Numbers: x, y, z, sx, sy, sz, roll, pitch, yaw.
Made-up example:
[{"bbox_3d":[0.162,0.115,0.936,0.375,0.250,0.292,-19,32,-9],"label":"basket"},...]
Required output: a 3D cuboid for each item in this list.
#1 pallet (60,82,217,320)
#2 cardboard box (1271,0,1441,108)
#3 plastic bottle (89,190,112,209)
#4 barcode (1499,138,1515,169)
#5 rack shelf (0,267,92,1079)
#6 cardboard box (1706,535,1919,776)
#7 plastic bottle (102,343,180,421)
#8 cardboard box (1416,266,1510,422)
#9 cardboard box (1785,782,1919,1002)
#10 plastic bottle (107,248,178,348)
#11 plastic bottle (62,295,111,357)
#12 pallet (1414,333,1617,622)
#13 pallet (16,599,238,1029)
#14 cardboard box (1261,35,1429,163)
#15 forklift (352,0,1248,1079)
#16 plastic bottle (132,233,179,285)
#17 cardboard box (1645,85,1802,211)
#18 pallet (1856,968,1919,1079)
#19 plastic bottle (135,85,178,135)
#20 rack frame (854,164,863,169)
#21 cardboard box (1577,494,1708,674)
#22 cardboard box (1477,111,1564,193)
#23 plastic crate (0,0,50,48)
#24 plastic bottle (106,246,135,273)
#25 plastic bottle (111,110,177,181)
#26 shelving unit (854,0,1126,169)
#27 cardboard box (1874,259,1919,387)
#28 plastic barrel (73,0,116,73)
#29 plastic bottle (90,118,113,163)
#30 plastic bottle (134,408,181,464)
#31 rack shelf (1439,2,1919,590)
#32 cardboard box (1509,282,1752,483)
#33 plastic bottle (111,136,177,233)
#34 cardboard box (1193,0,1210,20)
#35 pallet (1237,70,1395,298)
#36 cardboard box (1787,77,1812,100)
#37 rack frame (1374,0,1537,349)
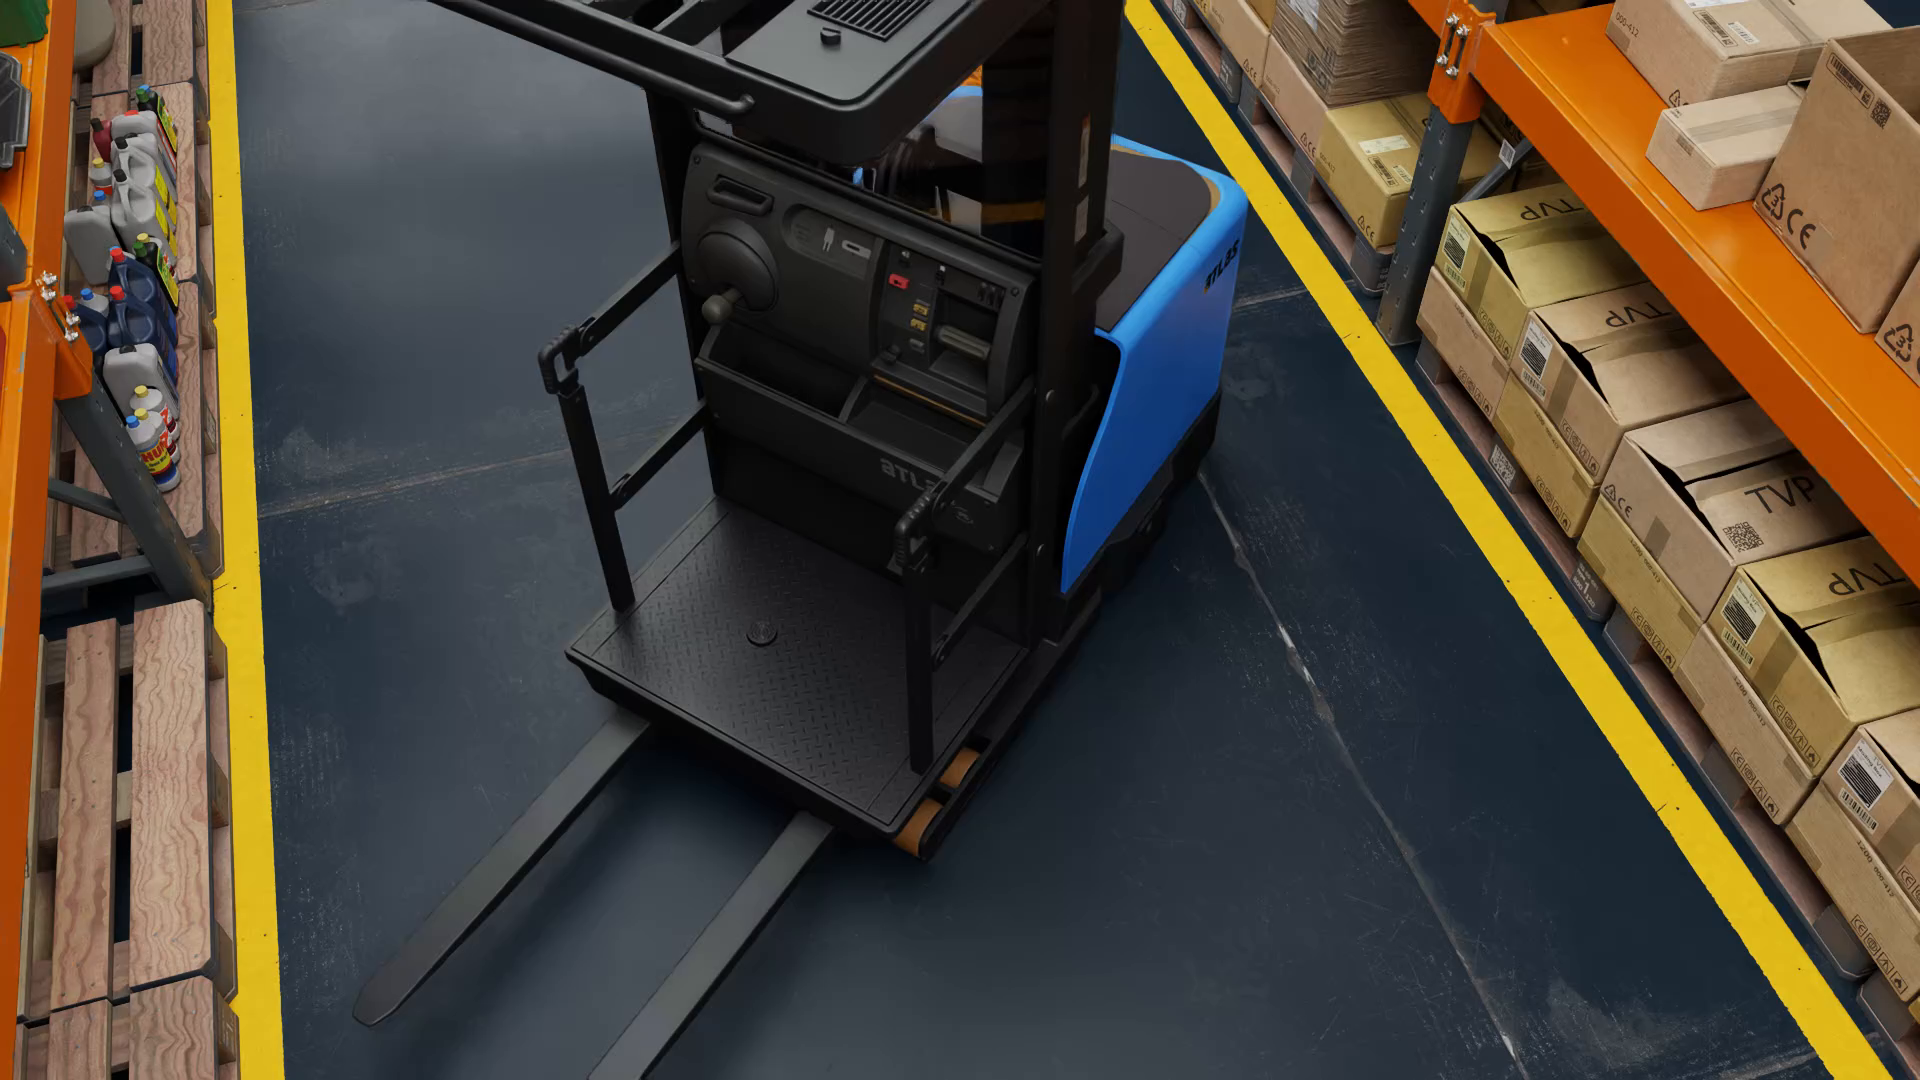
[{"bbox_3d":[-3.295,-1.169,6.098,1.003,0.211,1.213,-13,51,-11],"label":"pallet"},{"bbox_3d":[1.479,-1.940,5.957,0.500,0.500,0.500,-13,51,-11],"label":"cardboard box"},{"bbox_3d":[-2.953,-1.123,5.778,0.097,0.201,0.097,0,50,0],"label":"plastic bottle"},{"bbox_3d":[1.639,-1.158,4.983,0.001,0.075,0.075,-13,51,-11],"label":"barcode"},{"bbox_3d":[-2.180,1.017,2.901,1.077,0.370,4.000,-13,51,-11],"label":"rack shelf"},{"bbox_3d":[2.302,0.258,4.227,0.500,0.311,0.500,-12,51,-10],"label":"cardboard box"},{"bbox_3d":[-2.569,-0.501,5.204,0.152,0.276,0.135,-12,51,-10],"label":"plastic bottle"},{"bbox_3d":[1.844,-0.691,5.394,0.500,0.250,0.500,-14,51,-12],"label":"cardboard box"},{"bbox_3d":[2.454,0.807,4.131,0.500,0.250,0.500,-12,51,-10],"label":"cardboard box"},{"bbox_3d":[-2.669,-0.785,5.394,0.144,0.351,0.185,-15,52,-13],"label":"plastic bottle"},{"bbox_3d":[-2.751,-0.614,5.251,0.144,0.351,0.185,-13,51,-11],"label":"plastic bottle"},{"bbox_3d":[2.217,-0.365,5.419,1.003,0.211,1.213,-13,51,-11],"label":"pallet"},{"bbox_3d":[-2.502,0.788,4.447,1.003,0.211,1.213,-13,51,-11],"label":"pallet"},{"bbox_3d":[1.477,-1.698,6.244,0.500,0.250,0.500,-13,51,-11],"label":"cardboard box"},{"bbox_3d":[-0.376,-0.504,3.758,1.130,2.935,3.031,26,54,20],"label":"forklift"},{"bbox_3d":[-2.731,-0.948,5.630,0.097,0.201,0.097,0,50,0],"label":"plastic bottle"},{"bbox_3d":[2.028,-1.018,4.311,0.380,0.149,0.250,-13,51,-11],"label":"cardboard box"},{"bbox_3d":[2.938,1.418,3.917,1.003,0.211,1.213,-13,51,-11],"label":"pallet"},{"bbox_3d":[-2.992,-1.594,6.175,0.097,0.201,0.097,0,50,0],"label":"plastic bottle"},{"bbox_3d":[-0.230,-2.020,5.967,0.500,1.500,0.032,-25,54,-20],"label":"rack frame"},{"bbox_3d":[2.150,0.060,4.761,0.500,0.250,0.500,-15,51,-12],"label":"cardboard box"},{"bbox_3d":[2.114,-1.449,6.033,0.500,0.250,0.500,-13,51,-11],"label":"cardboard box"},{"bbox_3d":[-2.903,-1.662,4.828,0.450,0.188,0.662,-13,51,-11],"label":"plastic crate"},{"bbox_3d":[-2.749,-0.858,5.508,0.097,0.271,0.097,0,50,0],"label":"plastic bottle"},{"bbox_3d":[-2.944,-1.428,5.986,0.152,0.276,0.135,-13,51,-11],"label":"plastic bottle"},{"bbox_3d":[0.038,-1.680,5.683,0.587,1.500,1.083,-25,54,-20],"label":"shelving unit"},{"bbox_3d":[2.477,-0.510,3.652,0.500,0.500,0.500,-13,51,-11],"label":"cardboard box"},{"bbox_3d":[-3.538,-2.101,6.412,0.421,0.512,0.421,0,50,0],"label":"plastic barrel"},{"bbox_3d":[-3.046,-1.406,5.962,0.061,0.283,0.133,-13,51,-11],"label":"plastic bottle"},{"bbox_3d":[-2.477,-0.321,5.101,0.097,0.201,0.097,0,50,0],"label":"plastic bottle"},{"bbox_3d":[2.553,-0.100,3.843,1.077,0.370,4.000,-13,51,-11],"label":"rack shelf"},{"bbox_3d":[1.989,-0.497,4.864,0.500,0.311,0.500,-14,51,-11],"label":"cardboard box"},{"bbox_3d":[-2.850,-1.231,5.771,0.144,0.351,0.185,-11,51,-9],"label":"plastic bottle"},{"bbox_3d":[1.167,-2.425,6.856,0.500,0.250,0.500,-13,51,-11],"label":"cardboard box"},{"bbox_3d":[1.766,-1.484,6.363,1.003,0.211,1.213,-13,51,-11],"label":"pallet"},{"bbox_3d":[2.397,-1.149,4.344,0.396,0.266,0.258,-14,51,-12],"label":"cardboard box"},{"bbox_3d":[1.962,-1.793,4.799,1.000,3.000,0.127,-13,51,-11],"label":"rack frame"}]
